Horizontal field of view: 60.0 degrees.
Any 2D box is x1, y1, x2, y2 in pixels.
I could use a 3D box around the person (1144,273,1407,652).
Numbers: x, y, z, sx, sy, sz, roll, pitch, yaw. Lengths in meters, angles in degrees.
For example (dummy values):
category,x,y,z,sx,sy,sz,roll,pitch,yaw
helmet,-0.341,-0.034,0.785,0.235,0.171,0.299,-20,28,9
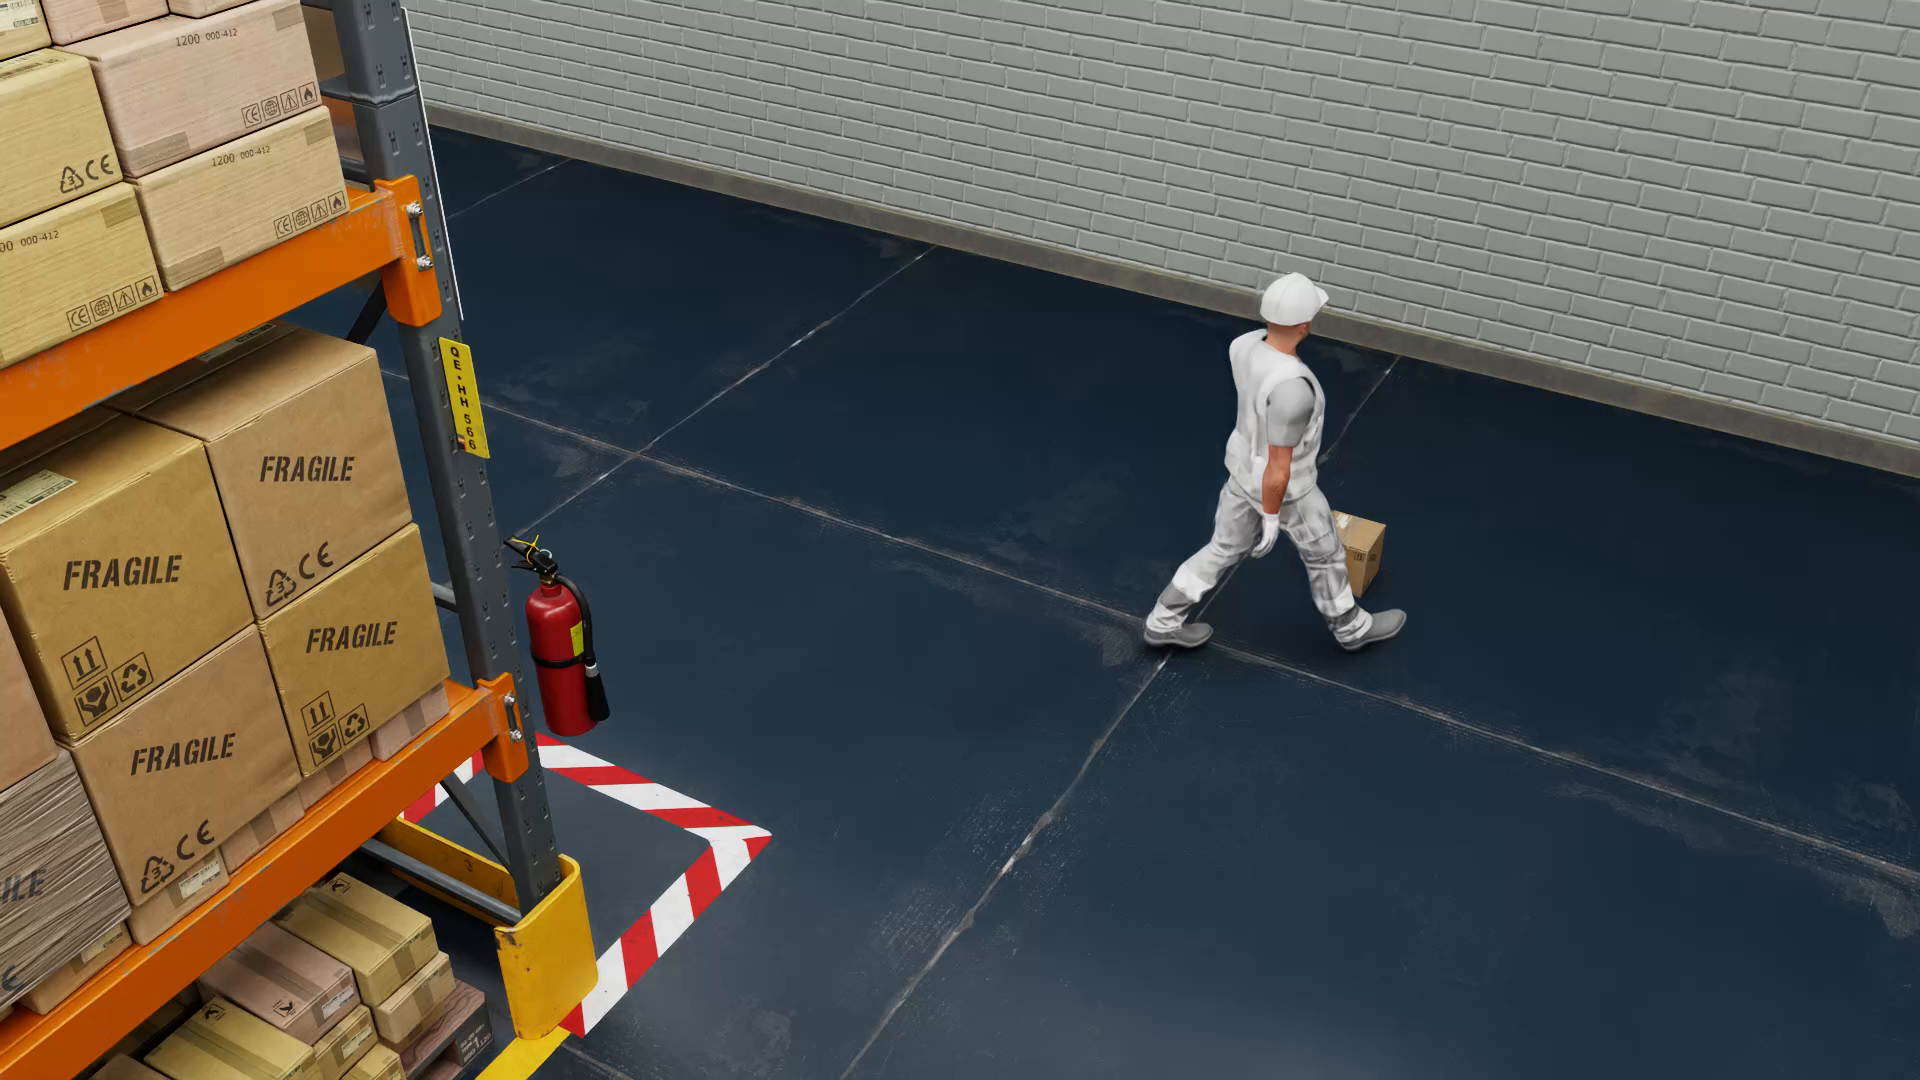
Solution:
category,x,y,z,sx,sy,sz,roll,pitch,yaw
person,1.319,-0.276,6.562,1.066,1.726,0.575,-11,35,-16
